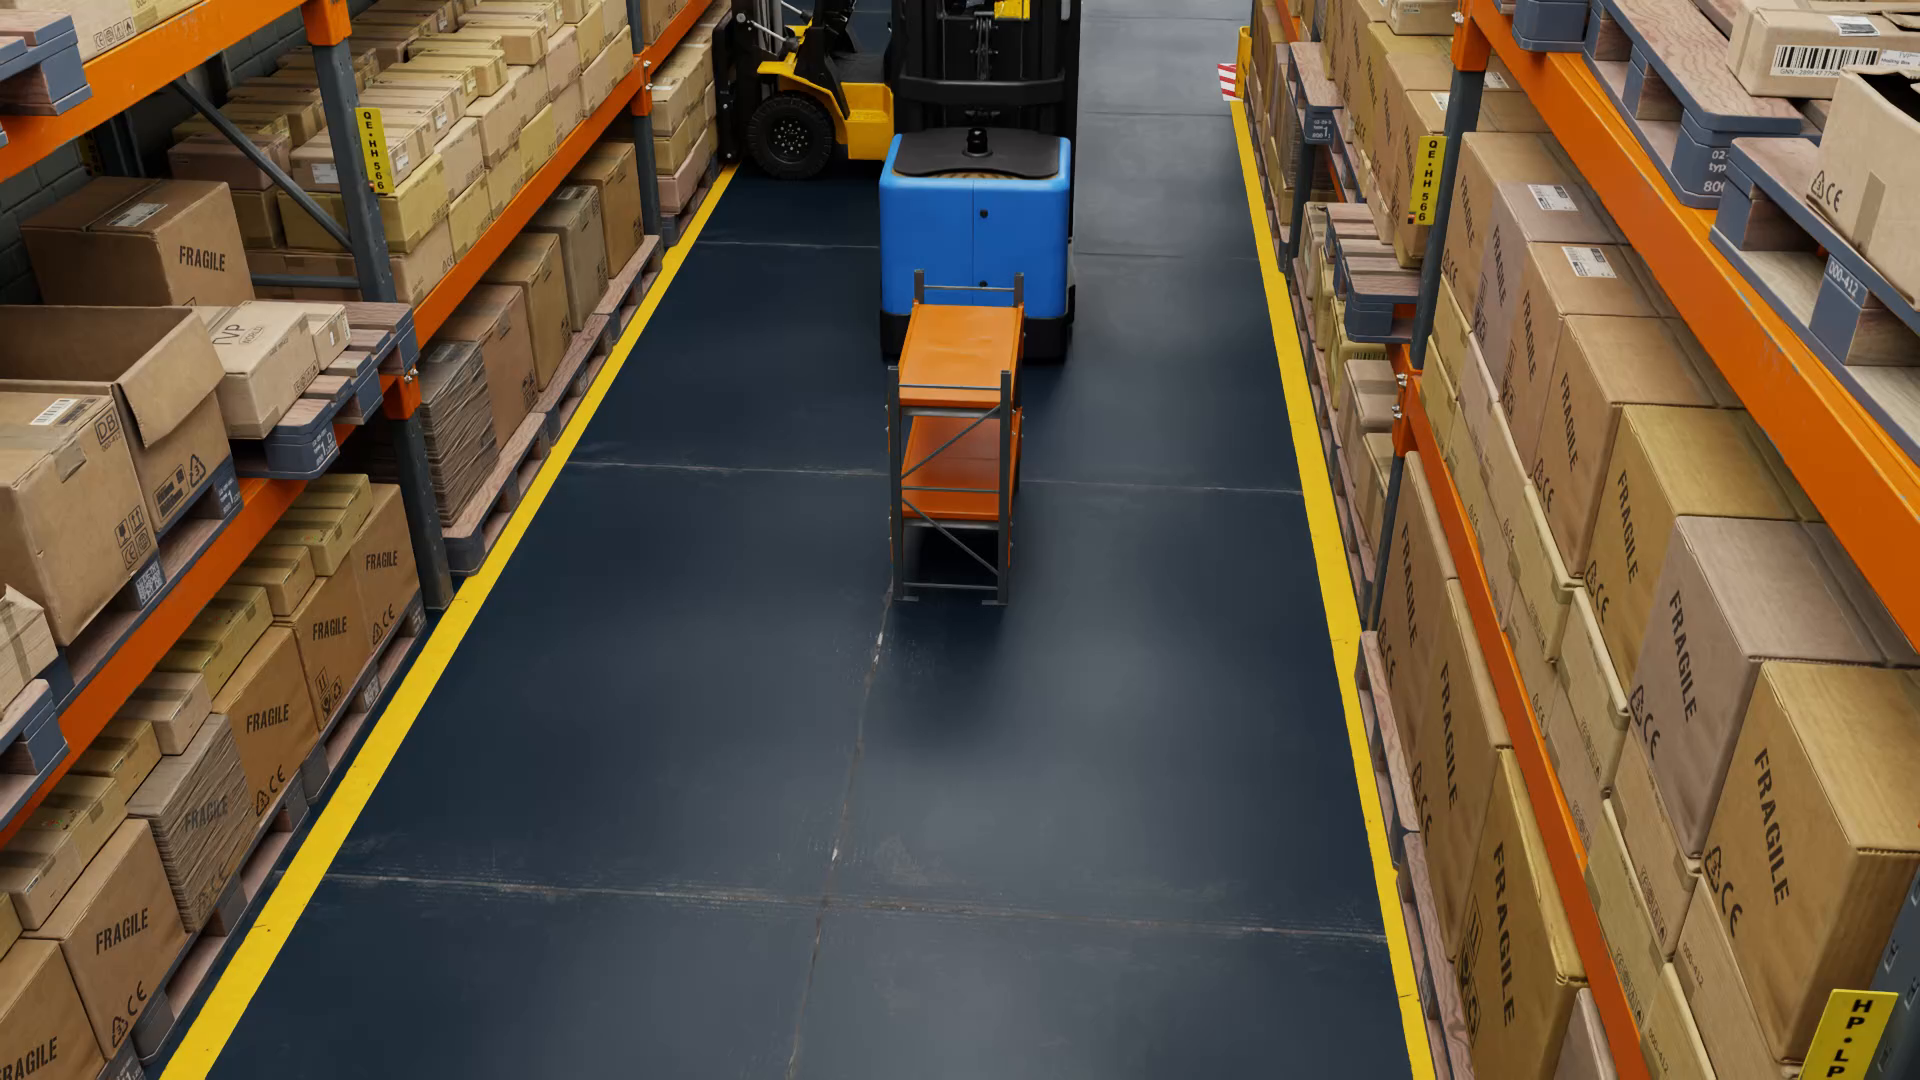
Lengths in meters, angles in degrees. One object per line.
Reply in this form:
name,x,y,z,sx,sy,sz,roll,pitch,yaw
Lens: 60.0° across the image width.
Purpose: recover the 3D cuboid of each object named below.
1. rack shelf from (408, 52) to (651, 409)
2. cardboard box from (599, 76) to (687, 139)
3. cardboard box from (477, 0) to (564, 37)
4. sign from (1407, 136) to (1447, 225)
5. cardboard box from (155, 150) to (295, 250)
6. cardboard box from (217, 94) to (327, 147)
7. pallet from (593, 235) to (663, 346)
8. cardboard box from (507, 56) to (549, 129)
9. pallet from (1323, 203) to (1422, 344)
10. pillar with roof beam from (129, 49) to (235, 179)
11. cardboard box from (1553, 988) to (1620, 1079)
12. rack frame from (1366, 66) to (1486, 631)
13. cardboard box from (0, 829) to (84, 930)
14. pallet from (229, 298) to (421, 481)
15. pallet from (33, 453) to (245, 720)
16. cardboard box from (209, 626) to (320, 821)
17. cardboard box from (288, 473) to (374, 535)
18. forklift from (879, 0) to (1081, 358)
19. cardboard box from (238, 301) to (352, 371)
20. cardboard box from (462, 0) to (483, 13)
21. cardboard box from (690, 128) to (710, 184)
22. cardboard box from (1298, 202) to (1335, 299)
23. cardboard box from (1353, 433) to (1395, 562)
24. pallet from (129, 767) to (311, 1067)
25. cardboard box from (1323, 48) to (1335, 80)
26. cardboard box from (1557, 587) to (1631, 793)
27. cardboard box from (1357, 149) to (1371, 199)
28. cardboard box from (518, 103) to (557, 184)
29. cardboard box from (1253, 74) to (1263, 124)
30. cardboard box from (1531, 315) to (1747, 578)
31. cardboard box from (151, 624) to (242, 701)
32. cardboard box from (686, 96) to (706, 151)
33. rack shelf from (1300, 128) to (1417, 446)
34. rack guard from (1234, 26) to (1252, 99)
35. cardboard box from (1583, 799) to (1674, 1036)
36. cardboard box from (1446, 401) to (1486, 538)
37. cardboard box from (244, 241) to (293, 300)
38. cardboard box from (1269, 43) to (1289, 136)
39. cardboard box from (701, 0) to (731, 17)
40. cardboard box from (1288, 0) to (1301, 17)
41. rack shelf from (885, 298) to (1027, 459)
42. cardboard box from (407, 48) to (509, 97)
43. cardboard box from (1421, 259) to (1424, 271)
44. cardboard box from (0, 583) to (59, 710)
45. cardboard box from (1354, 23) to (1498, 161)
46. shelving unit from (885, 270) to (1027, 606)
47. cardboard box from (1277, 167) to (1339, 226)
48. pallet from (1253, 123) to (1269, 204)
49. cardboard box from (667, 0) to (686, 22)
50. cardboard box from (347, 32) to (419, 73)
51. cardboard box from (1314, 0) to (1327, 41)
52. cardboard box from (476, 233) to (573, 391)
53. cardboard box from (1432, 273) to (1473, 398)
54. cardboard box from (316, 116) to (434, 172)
rack shelf,-2.571,-1.755,8.425,1.077,0.370,4.000,2,32,4
cardboard box,-2.056,-2.781,10.670,0.500,0.250,0.500,2,32,3
cardboard box,-2.263,-2.699,8.557,0.380,0.149,0.250,2,32,3
sign,1.672,-1.283,5.945,0.100,0.325,0.005,2,32,4
cardboard box,-2.975,-1.411,6.847,0.500,0.250,0.500,3,32,5
cardboard box,-2.918,-1.787,7.078,0.380,0.149,0.250,2,32,4
pallet,-2.430,-1.533,10.037,1.003,0.211,1.213,2,32,4
cardboard box,-2.336,-2.189,8.109,0.500,0.250,0.500,3,32,5
pallet,2.165,-1.101,6.860,1.213,0.211,1.003,2,32,4
pillar with roof beam,0.764,-4.106,5.835,9.100,9.000,0.400,2,32,4
cardboard box,1.858,1.684,3.783,0.875,0.875,0.875,3,32,6
rack frame,2.213,-0.805,6.198,1.000,3.000,0.127,2,32,4
cardboard box,-2.744,0.953,4.708,0.380,0.149,0.250,2,32,4
pallet,-2.719,-0.576,6.009,1.213,0.211,1.003,2,32,4
pallet,-2.888,0.083,4.939,1.003,0.211,1.213,2,32,4
cardboard box,-2.645,0.635,5.843,0.500,0.500,0.500,4,32,6
cardboard box,-2.522,-0.137,6.478,0.380,0.149,0.250,1,32,2
forklift,0.166,-3.004,9.831,1.130,2.935,3.031,2,32,3
cardboard box,-2.405,-0.728,5.911,0.380,0.149,0.250,3,32,5
cardboard box,-2.746,-2.848,8.799,0.380,0.149,0.250,2,32,4
cardboard box,-2.013,-2.620,11.363,0.500,0.250,0.500,2,32,3
cardboard box,2.499,-1.683,9.726,0.950,0.372,0.625,3,32,5
cardboard box,2.269,-0.161,7.256,0.950,0.372,0.625,0,32,1
pallet,-2.935,1.197,5.607,1.003,0.211,1.213,2,32,4
cardboard box,2.150,-2.563,8.889,0.380,0.149,0.250,3,32,5
cardboard box,1.751,0.363,3.968,0.500,0.250,0.500,3,32,5
cardboard box,1.968,-1.612,7.345,0.380,0.149,0.250,3,32,5
cardboard box,-2.330,-1.977,8.242,0.500,0.250,0.500,3,32,6
cardboard box,2.474,-3.320,12.499,0.500,0.250,0.500,4,32,6
cardboard box,1.797,-0.233,4.220,0.500,0.500,0.500,3,32,5
cardboard box,-2.665,0.409,5.591,0.380,0.149,0.250,2,32,3
cardboard box,-2.022,-2.831,11.229,0.500,0.250,0.500,2,32,4
rack shelf,2.376,-1.545,8.084,1.077,0.370,4.000,2,32,4
rack guard,2.859,-3.885,13.577,1.175,0.500,0.348,2,32,4
cardboard box,1.716,0.838,3.673,0.500,0.250,0.500,2,32,3
cardboard box,1.899,-0.227,5.403,0.500,0.250,0.500,2,32,3
cardboard box,-2.952,-1.198,6.977,0.500,0.250,0.500,2,32,3
cardboard box,2.400,-3.078,11.392,0.500,0.500,0.500,4,32,7
cardboard box,-1.876,-3.847,12.401,0.500,0.250,0.500,3,32,5
cardboard box,2.341,-3.503,10.814,0.380,0.149,0.250,2,32,3
rack shelf,-0.001,-0.725,7.296,0.538,0.278,1.000,2,32,4
cardboard box,-2.320,-2.164,7.688,0.380,0.149,0.250,3,32,5
cardboard box,2.006,-1.059,6.448,0.380,0.149,0.250,4,32,6
cardboard box,-2.564,0.244,4.222,0.396,0.266,0.258,4,32,6
cardboard box,2.044,-1.938,7.256,0.500,0.500,0.500,0,32,1
shelving unit,-0.001,-0.475,7.449,0.538,1.125,1.048,2,32,4
cardboard box,2.319,-2.226,10.723,0.500,0.250,0.500,4,32,6
pallet,2.655,-2.702,11.934,1.003,0.211,1.213,2,32,4
cardboard box,-2.086,-3.644,10.708,0.500,0.500,0.500,3,32,5
cardboard box,-2.804,-2.317,7.936,0.380,0.149,0.250,3,32,5
cardboard box,2.215,-3.012,9.000,0.500,0.500,0.500,3,32,5
cardboard box,-2.570,-1.203,8.706,0.875,0.625,0.625,1,32,2
cardboard box,1.926,-0.700,5.693,0.500,0.250,0.500,2,32,4
cardboard box,-2.394,-1.628,6.819,0.380,0.149,0.250,3,32,5
